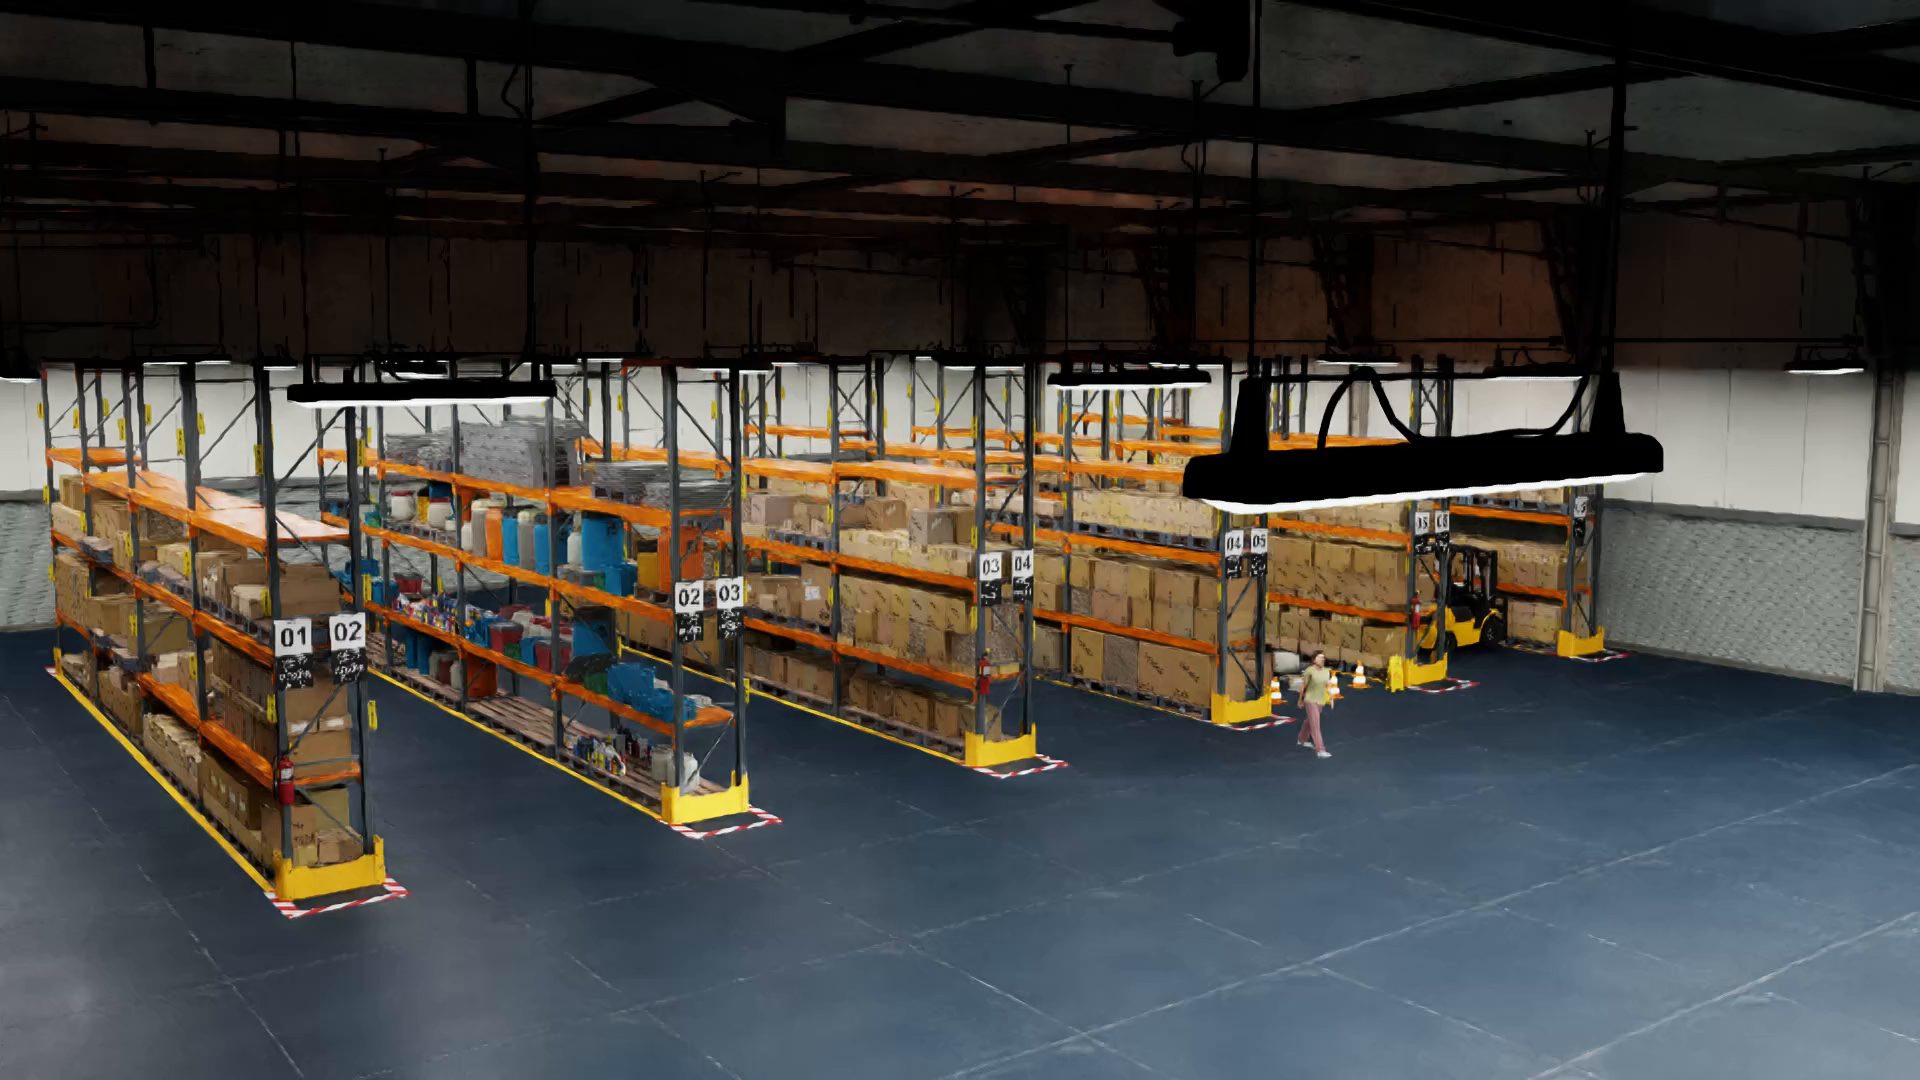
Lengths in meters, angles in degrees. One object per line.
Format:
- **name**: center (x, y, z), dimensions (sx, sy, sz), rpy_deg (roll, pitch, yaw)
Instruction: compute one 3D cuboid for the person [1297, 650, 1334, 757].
- **person**: center (5.474, 2.467, 25.473), dimensions (0.447, 1.603, 1.019), rpy_deg (-3, 8, -27)
